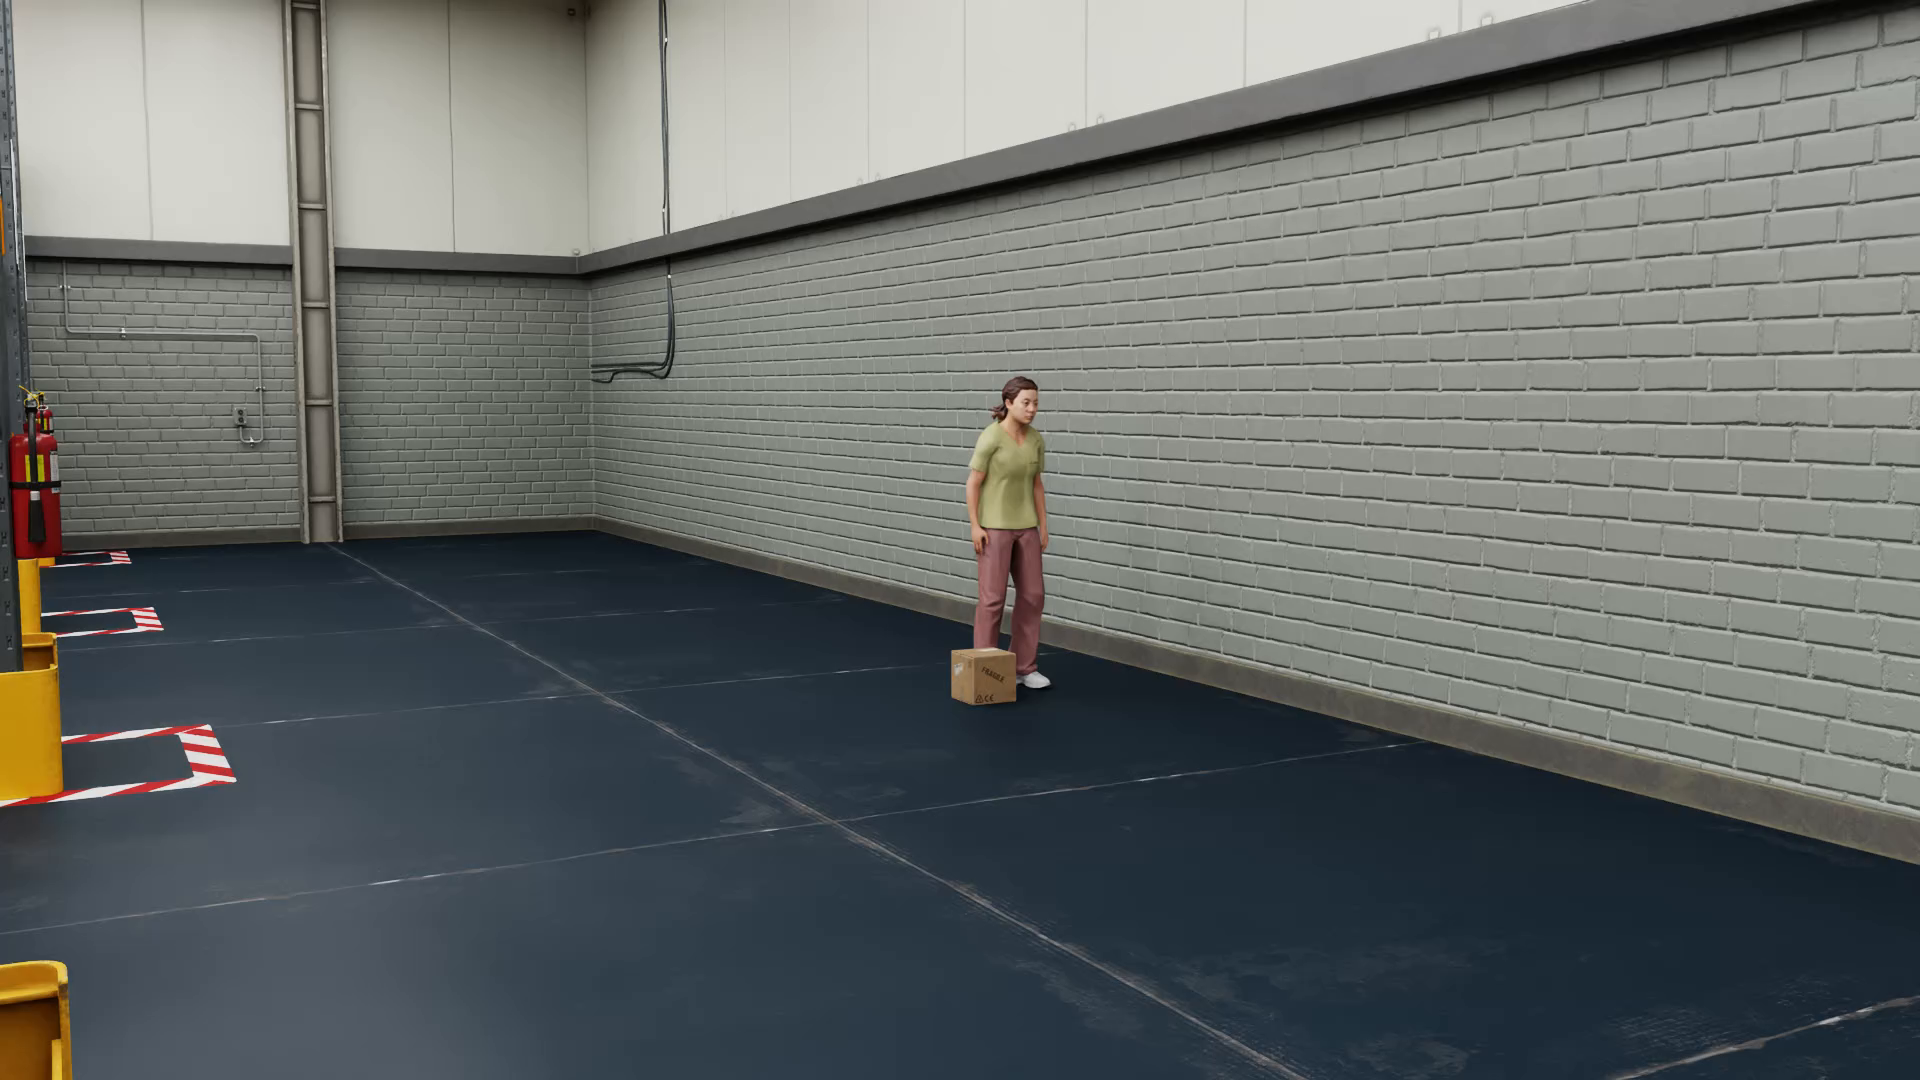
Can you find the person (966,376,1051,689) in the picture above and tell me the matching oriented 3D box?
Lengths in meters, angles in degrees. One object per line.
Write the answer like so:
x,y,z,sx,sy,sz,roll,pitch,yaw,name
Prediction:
0.273,-0.038,8.893,0.511,1.671,0.363,-3,6,-32,person
